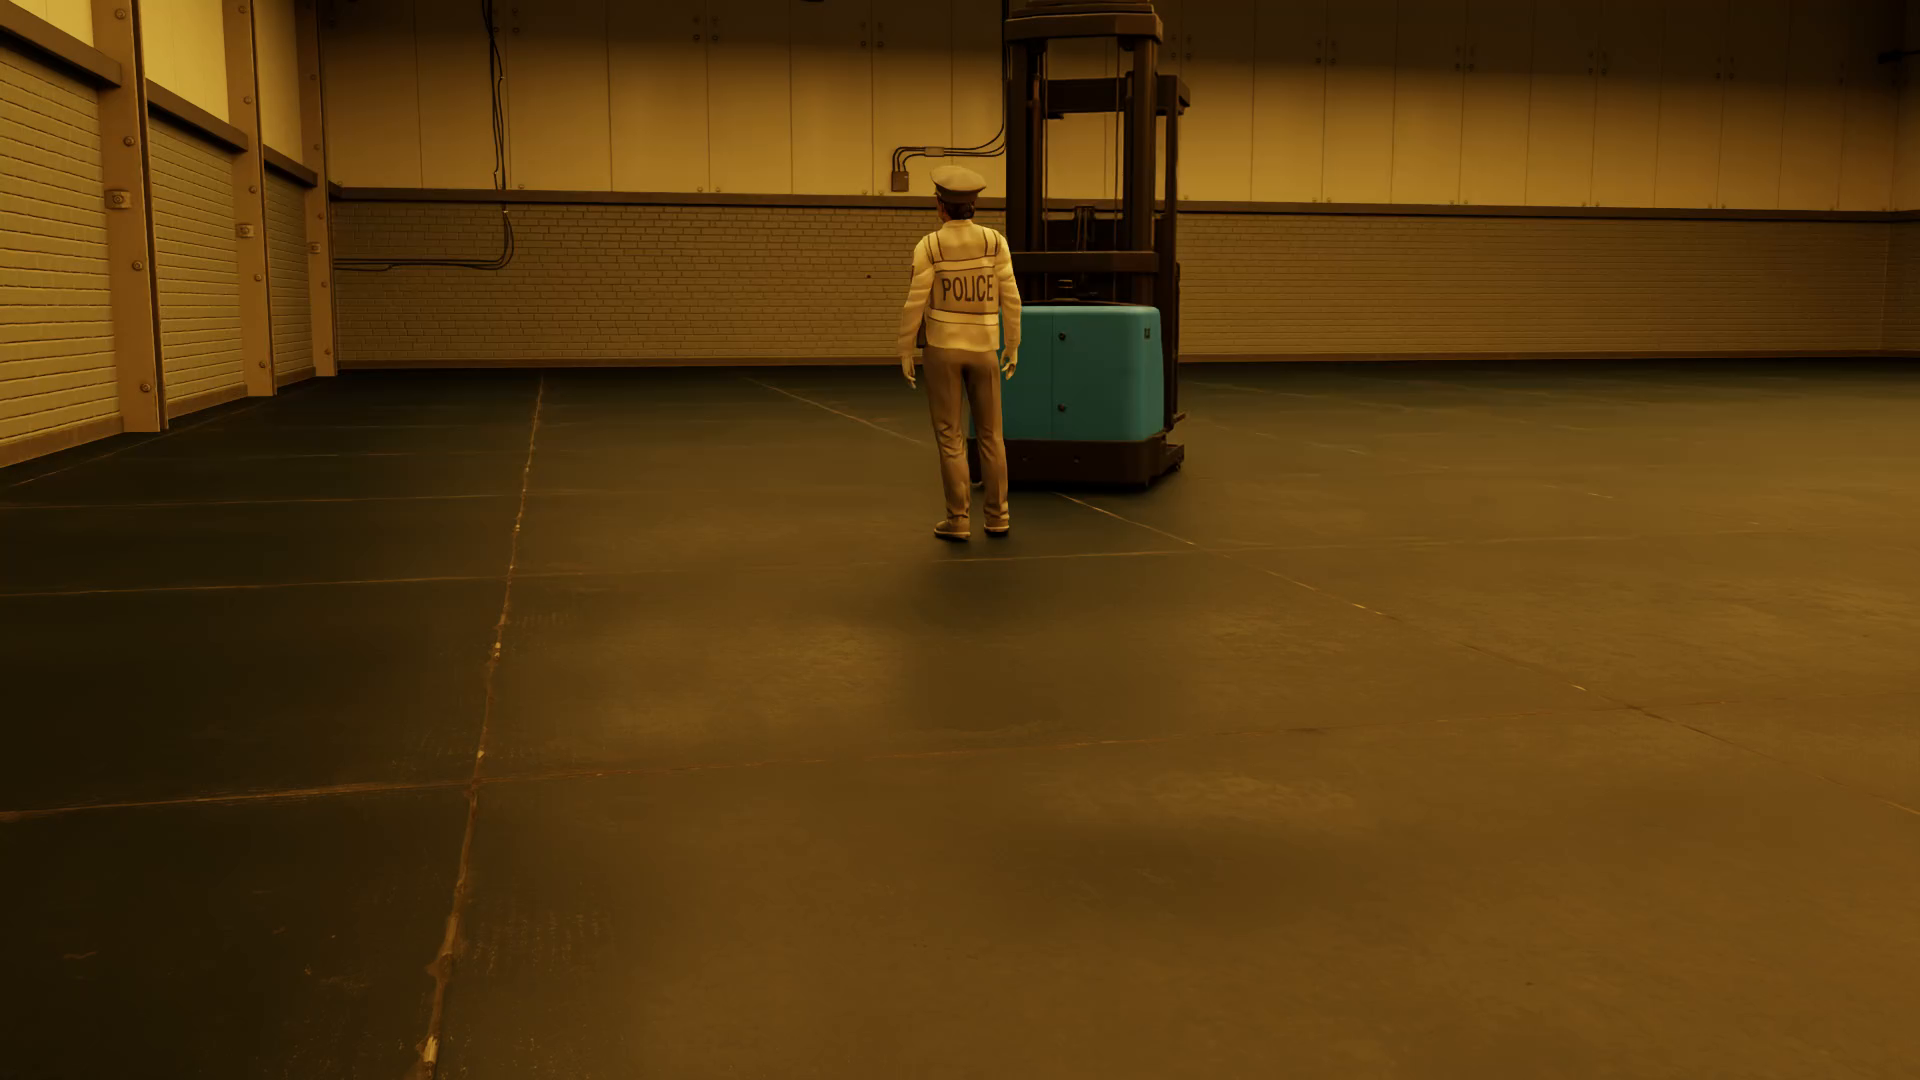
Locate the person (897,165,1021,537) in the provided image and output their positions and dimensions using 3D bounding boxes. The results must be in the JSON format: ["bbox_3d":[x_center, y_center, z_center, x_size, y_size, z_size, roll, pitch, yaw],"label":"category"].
[{"bbox_3d":[-0.010,-0.856,7.656,0.588,1.695,0.531,-2,8,-13],"label":"person"}]

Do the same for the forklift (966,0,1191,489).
[{"bbox_3d":[0.893,-1.920,10.845,1.130,2.935,3.031,2,8,14],"label":"forklift"}]
